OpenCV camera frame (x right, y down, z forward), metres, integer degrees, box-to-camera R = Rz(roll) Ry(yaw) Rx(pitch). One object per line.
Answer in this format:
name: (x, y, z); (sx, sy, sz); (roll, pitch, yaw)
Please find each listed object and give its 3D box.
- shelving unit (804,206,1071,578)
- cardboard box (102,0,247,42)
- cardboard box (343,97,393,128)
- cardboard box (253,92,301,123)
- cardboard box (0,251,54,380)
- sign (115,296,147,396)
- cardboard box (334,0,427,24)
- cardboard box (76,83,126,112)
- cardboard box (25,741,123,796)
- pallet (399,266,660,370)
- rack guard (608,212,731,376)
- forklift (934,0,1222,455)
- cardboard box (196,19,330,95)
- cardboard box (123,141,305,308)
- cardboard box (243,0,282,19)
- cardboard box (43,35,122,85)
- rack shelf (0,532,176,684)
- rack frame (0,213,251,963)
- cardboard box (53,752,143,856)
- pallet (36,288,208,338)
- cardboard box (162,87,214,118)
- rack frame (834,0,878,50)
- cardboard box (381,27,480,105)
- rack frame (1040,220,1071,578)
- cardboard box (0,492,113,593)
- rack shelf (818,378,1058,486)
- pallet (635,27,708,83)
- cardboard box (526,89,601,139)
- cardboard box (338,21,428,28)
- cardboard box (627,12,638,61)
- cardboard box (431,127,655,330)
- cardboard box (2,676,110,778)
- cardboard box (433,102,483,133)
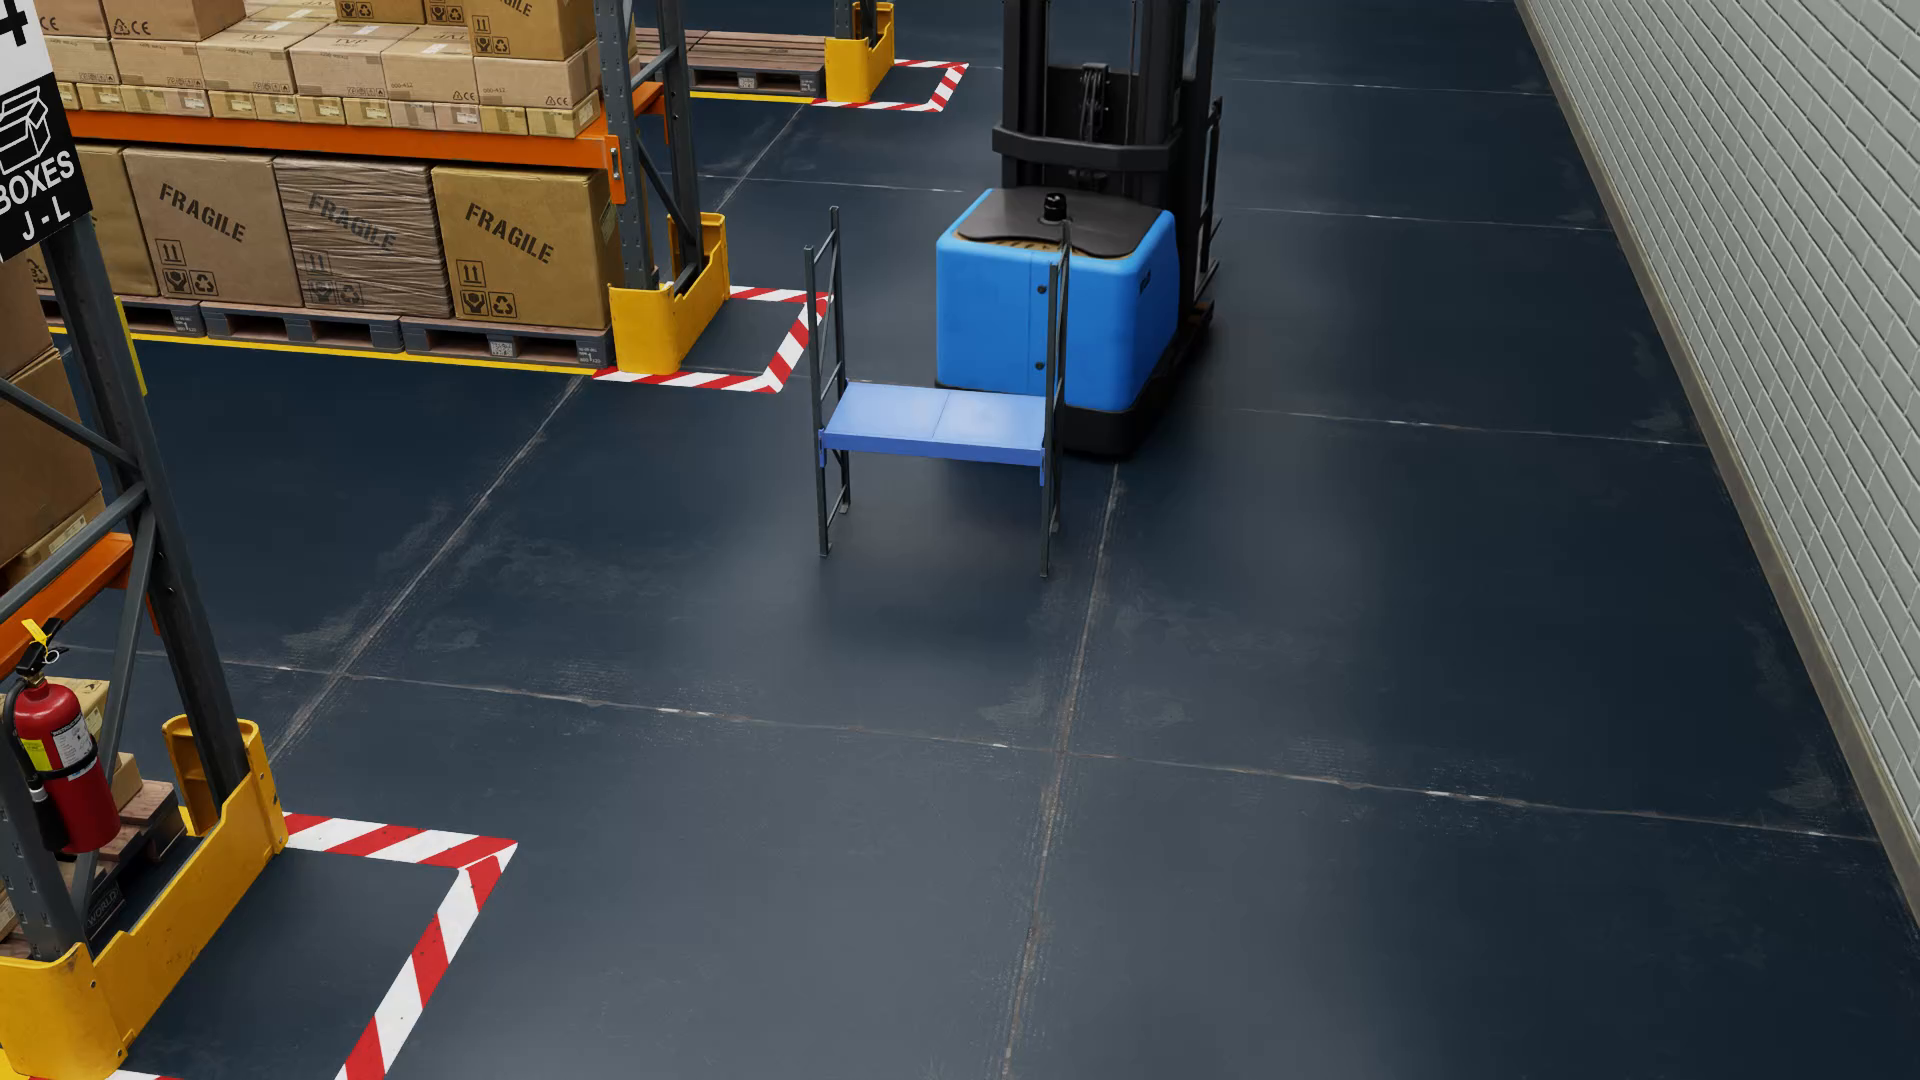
shelving unit: (-0.084, -0.643, 7.364); (1.048, 1.500, 0.538); (5, 32, 8)
cardboard box: (-4.194, -2.969, 8.820); (0.500, 0.500, 0.500); (4, 32, 7)
cardboard box: (-3.091, -2.343, 8.903); (0.250, 0.149, 0.380); (4, 32, 7)
cardboard box: (-3.591, -2.390, 8.977); (0.250, 0.149, 0.380); (6, 33, 9)
cardboard box: (-3.010, -0.686, 4.702); (0.500, 0.500, 0.500); (5, 32, 8)
sign: (-2.521, -0.566, 5.010); (0.005, 0.325, 0.100); (5, 32, 8)
cardboard box: (-3.110, -3.152, 9.113); (0.500, 0.500, 0.500); (4, 32, 7)
cardboard box: (-4.607, -2.481, 9.123); (0.250, 0.149, 0.380); (4, 32, 7)
cardboard box: (-3.085, 0.808, 5.642); (0.250, 0.149, 0.380); (6, 33, 10)
pallet: (-2.479, -1.348, 9.705); (1.213, 0.211, 1.003); (5, 32, 8)
rack guard: (-1.654, -1.438, 9.576); (0.348, 0.500, 1.175); (5, 32, 8)
forklift: (0.844, -2.438, 8.882); (1.130, 2.935, 3.031); (11, 34, 17)
cardboard box: (-3.716, -2.602, 8.941); (0.500, 0.250, 0.500); (5, 32, 8)
cardboard box: (-4.097, -1.953, 9.650); (0.875, 0.875, 0.875); (5, 32, 8)
cardboard box: (-4.128, -2.927, 9.460); (0.500, 0.250, 0.500); (6, 33, 9)
cardboard box: (-4.712, -2.693, 9.087); (0.500, 0.250, 0.500); (5, 32, 8)
rack shelf: (-4.584, 0.212, 5.263); (4.000, 0.370, 1.077); (5, 32, 8)
rack frame: (-2.612, 0.085, 4.787); (0.127, 3.000, 1.000); (5, 32, 8)
cardboard box: (-3.075, 0.901, 5.774); (0.250, 0.149, 0.380); (6, 33, 9)
pallet: (-4.885, -1.566, 10.053); (1.213, 0.211, 1.003); (5, 32, 8)
cardboard box: (-4.108, -2.435, 9.049); (0.250, 0.149, 0.380); (6, 32, 9)
rack frame: (-0.845, -5.090, 13.055); (0.127, 3.000, 1.000); (5, 32, 8)
cardboard box: (-2.700, -2.512, 8.798); (0.500, 0.250, 0.500); (5, 32, 7)
rack frame: (0.417, -0.598, 7.292); (0.032, 1.500, 0.500); (5, 32, 8)
cardboard box: (-2.876, -0.009, 5.173); (0.250, 0.149, 0.380); (5, 32, 8)
rack shelf: (-0.084, -0.491, 7.460); (1.000, 0.185, 0.538); (5, 32, 8)
pallet: (-2.850, -4.112, 14.121); (1.213, 0.211, 1.003); (5, 32, 8)
cardboard box: (-2.084, -2.253, 8.759); (0.250, 0.149, 0.380); (6, 33, 9)
cardboard box: (-3.114, -2.836, 9.315); (0.500, 0.250, 0.500); (4, 32, 7)
cardboard box: (-2.106, -2.746, 9.172); (0.500, 0.250, 0.500); (4, 32, 7)
cardboard box: (-2.322, -1.793, 9.393); (0.875, 0.875, 0.875); (5, 32, 8)
cardboard box: (-3.071, 0.639, 5.632); (0.250, 0.149, 0.380); (4, 32, 6)
cardboard box: (-2.589, -2.298, 8.832); (0.250, 0.149, 0.380); (5, 32, 8)
